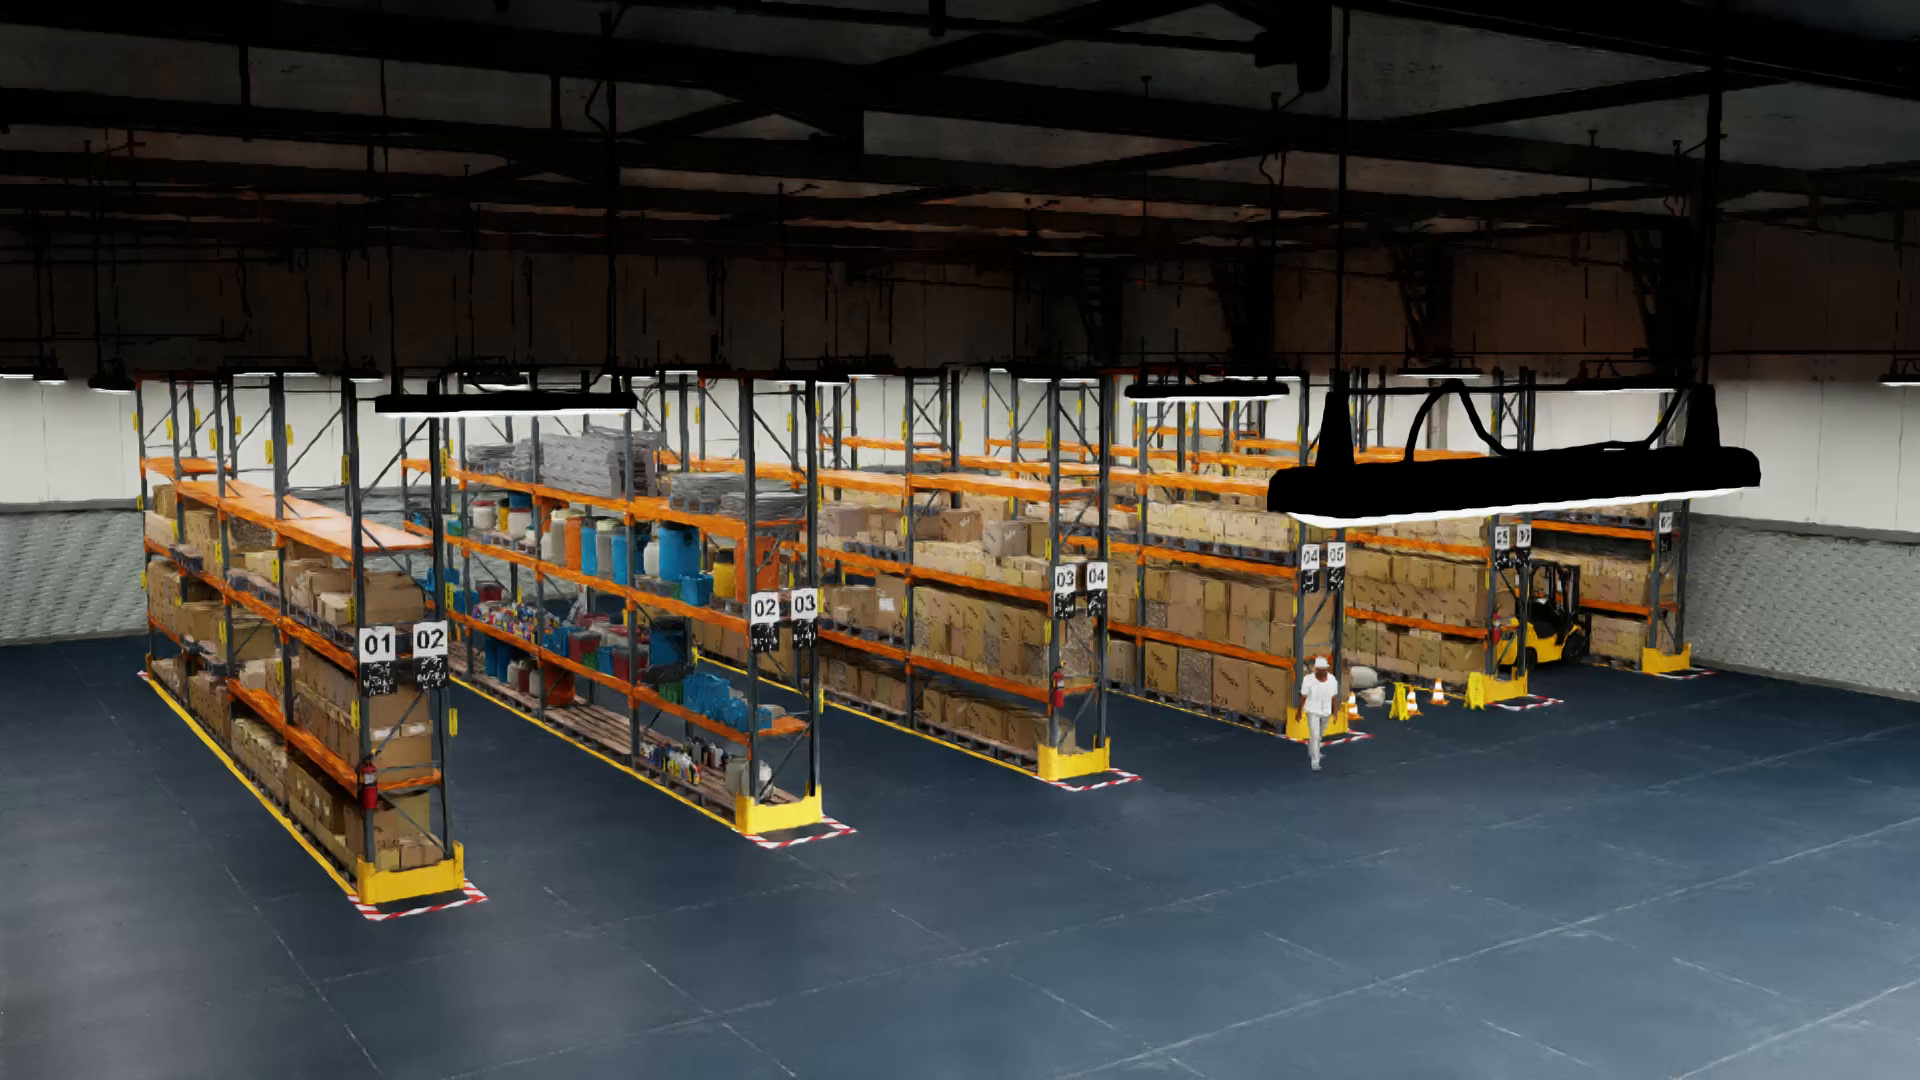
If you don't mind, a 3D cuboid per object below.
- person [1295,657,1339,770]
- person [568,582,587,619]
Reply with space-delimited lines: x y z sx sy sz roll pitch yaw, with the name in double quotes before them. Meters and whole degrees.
"person" 5.490 2.620 25.466 0.615 1.714 0.973 -1 7 -12
"person" -8.969 1.074 39.334 0.536 1.656 0.673 2 7 15
